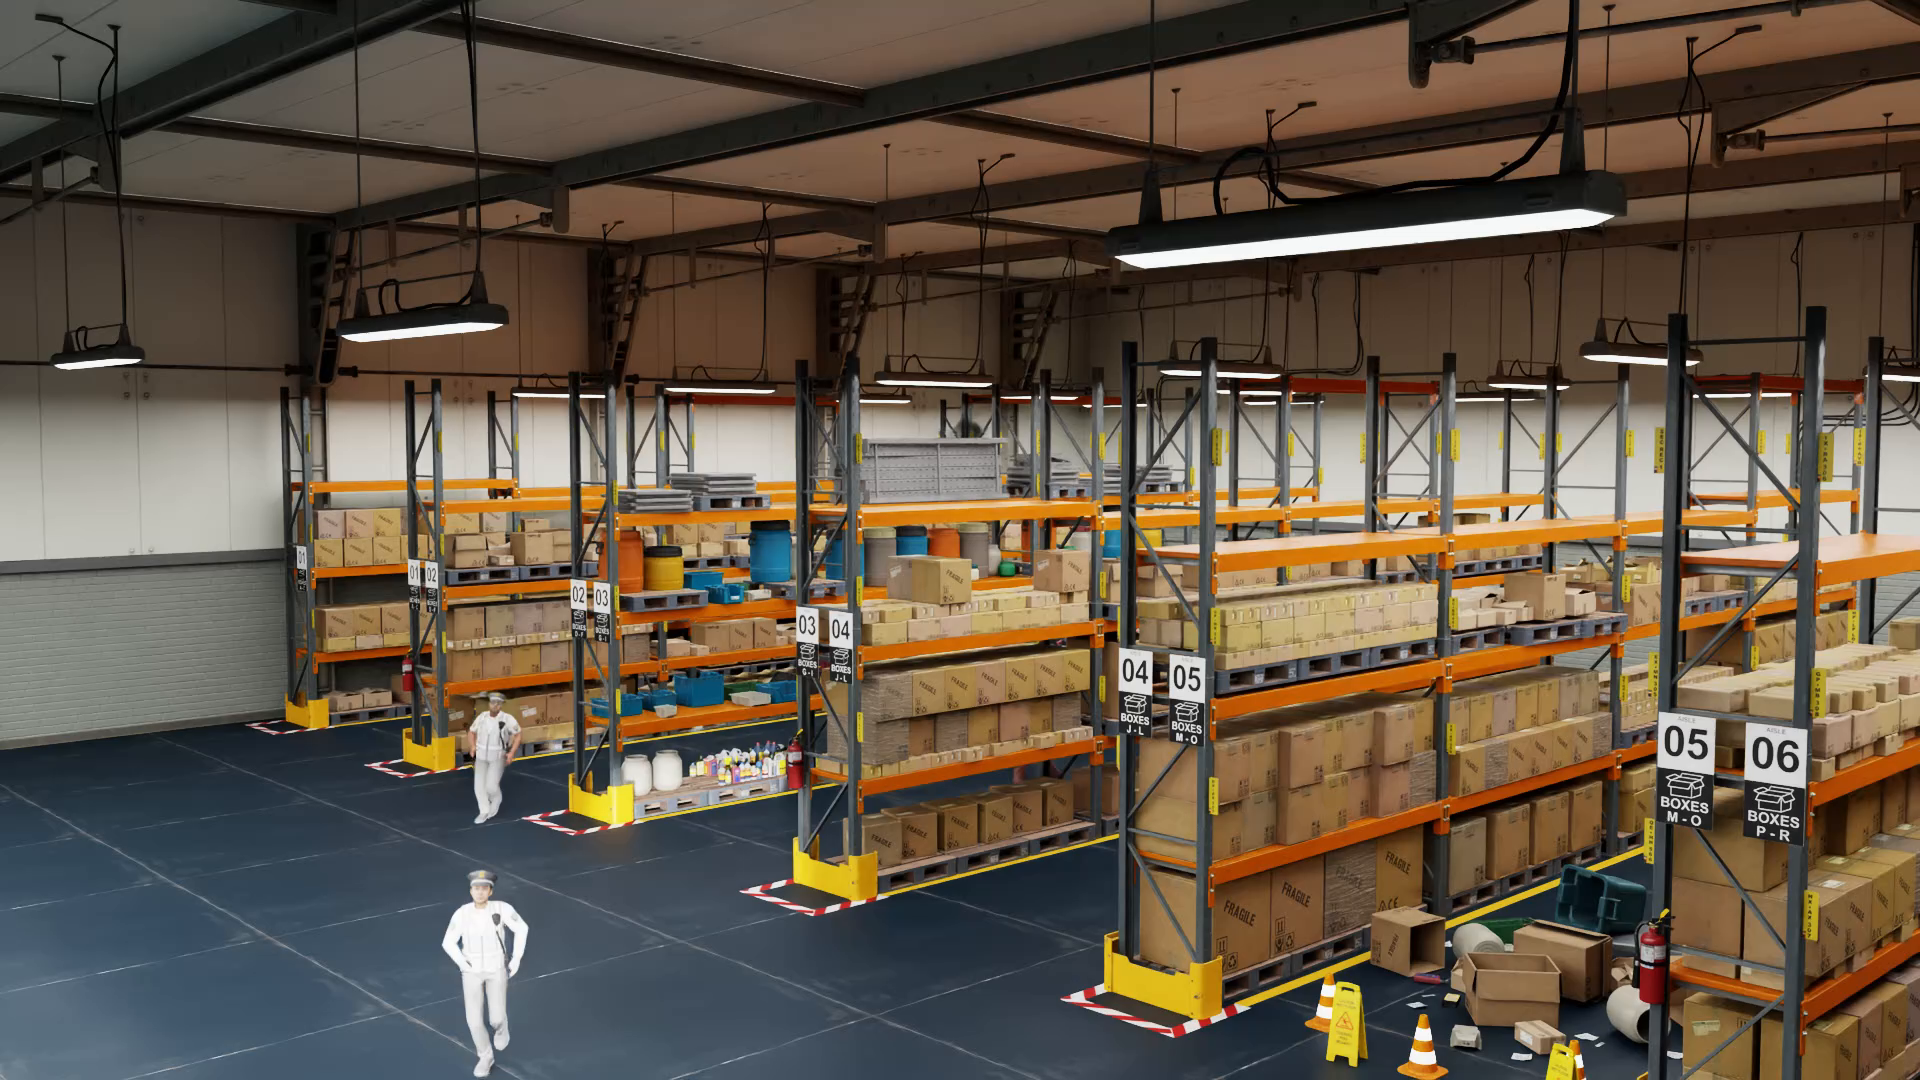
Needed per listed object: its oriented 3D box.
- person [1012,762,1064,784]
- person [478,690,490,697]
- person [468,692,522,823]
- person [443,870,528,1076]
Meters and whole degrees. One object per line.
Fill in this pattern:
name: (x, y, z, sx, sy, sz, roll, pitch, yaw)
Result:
person: (1.097, 2.847, 23.323, 0.542, 1.694, 1.085, 3, 5, 41)
person: (-8.094, 2.434, 28.544, 0.662, 1.846, 0.836, 3, 5, 39)
person: (-6.217, 2.888, 22.126, 0.709, 1.741, 0.527, 0, 4, 3)
person: (-3.835, 3.480, 13.424, 0.658, 1.665, 0.561, -1, 4, -10)
